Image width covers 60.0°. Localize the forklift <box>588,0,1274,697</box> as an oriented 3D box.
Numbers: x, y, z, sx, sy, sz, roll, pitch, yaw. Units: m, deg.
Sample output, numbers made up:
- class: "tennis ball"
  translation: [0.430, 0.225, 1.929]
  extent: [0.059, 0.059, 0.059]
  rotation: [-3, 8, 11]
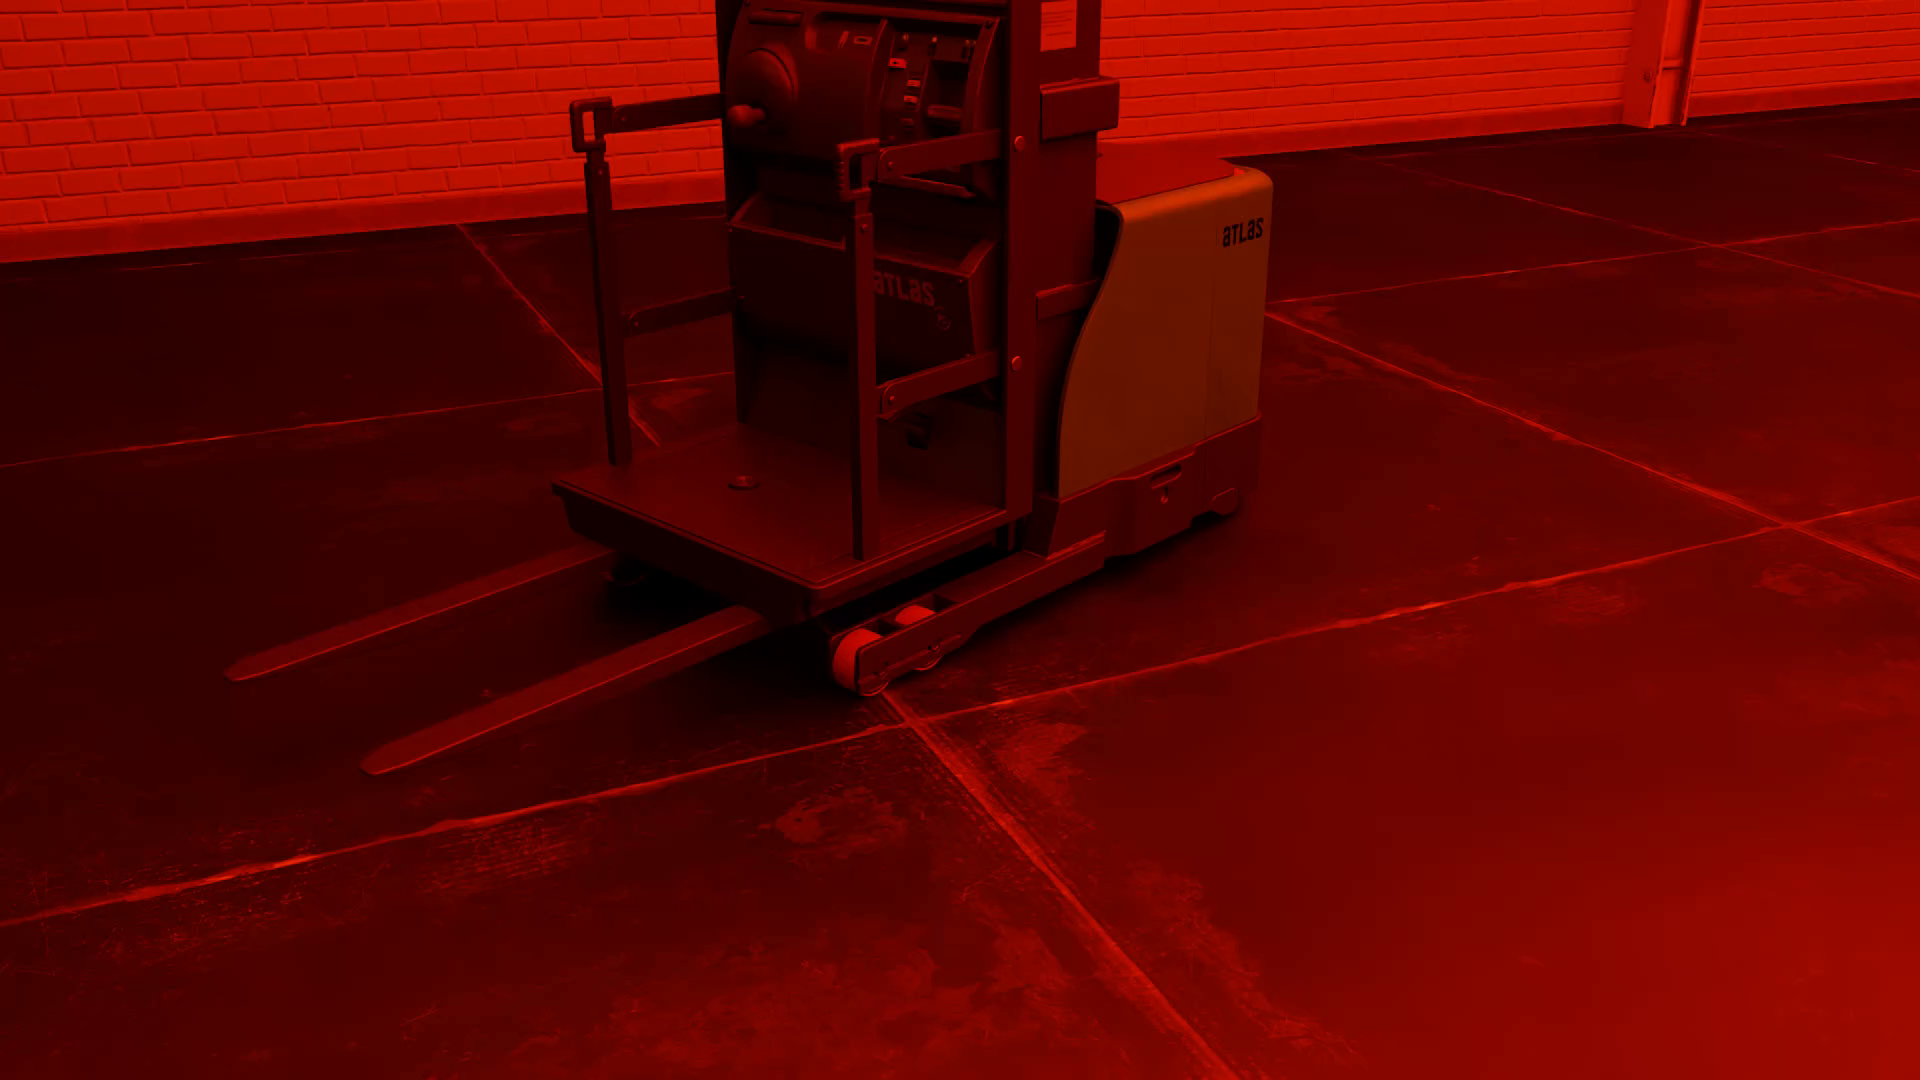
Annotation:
- class: "forklift"
  translation: [-0.042, -1.295, 4.519]
  extent: [1.129, 2.843, 1.939]
  rotation: [19, 29, 39]
